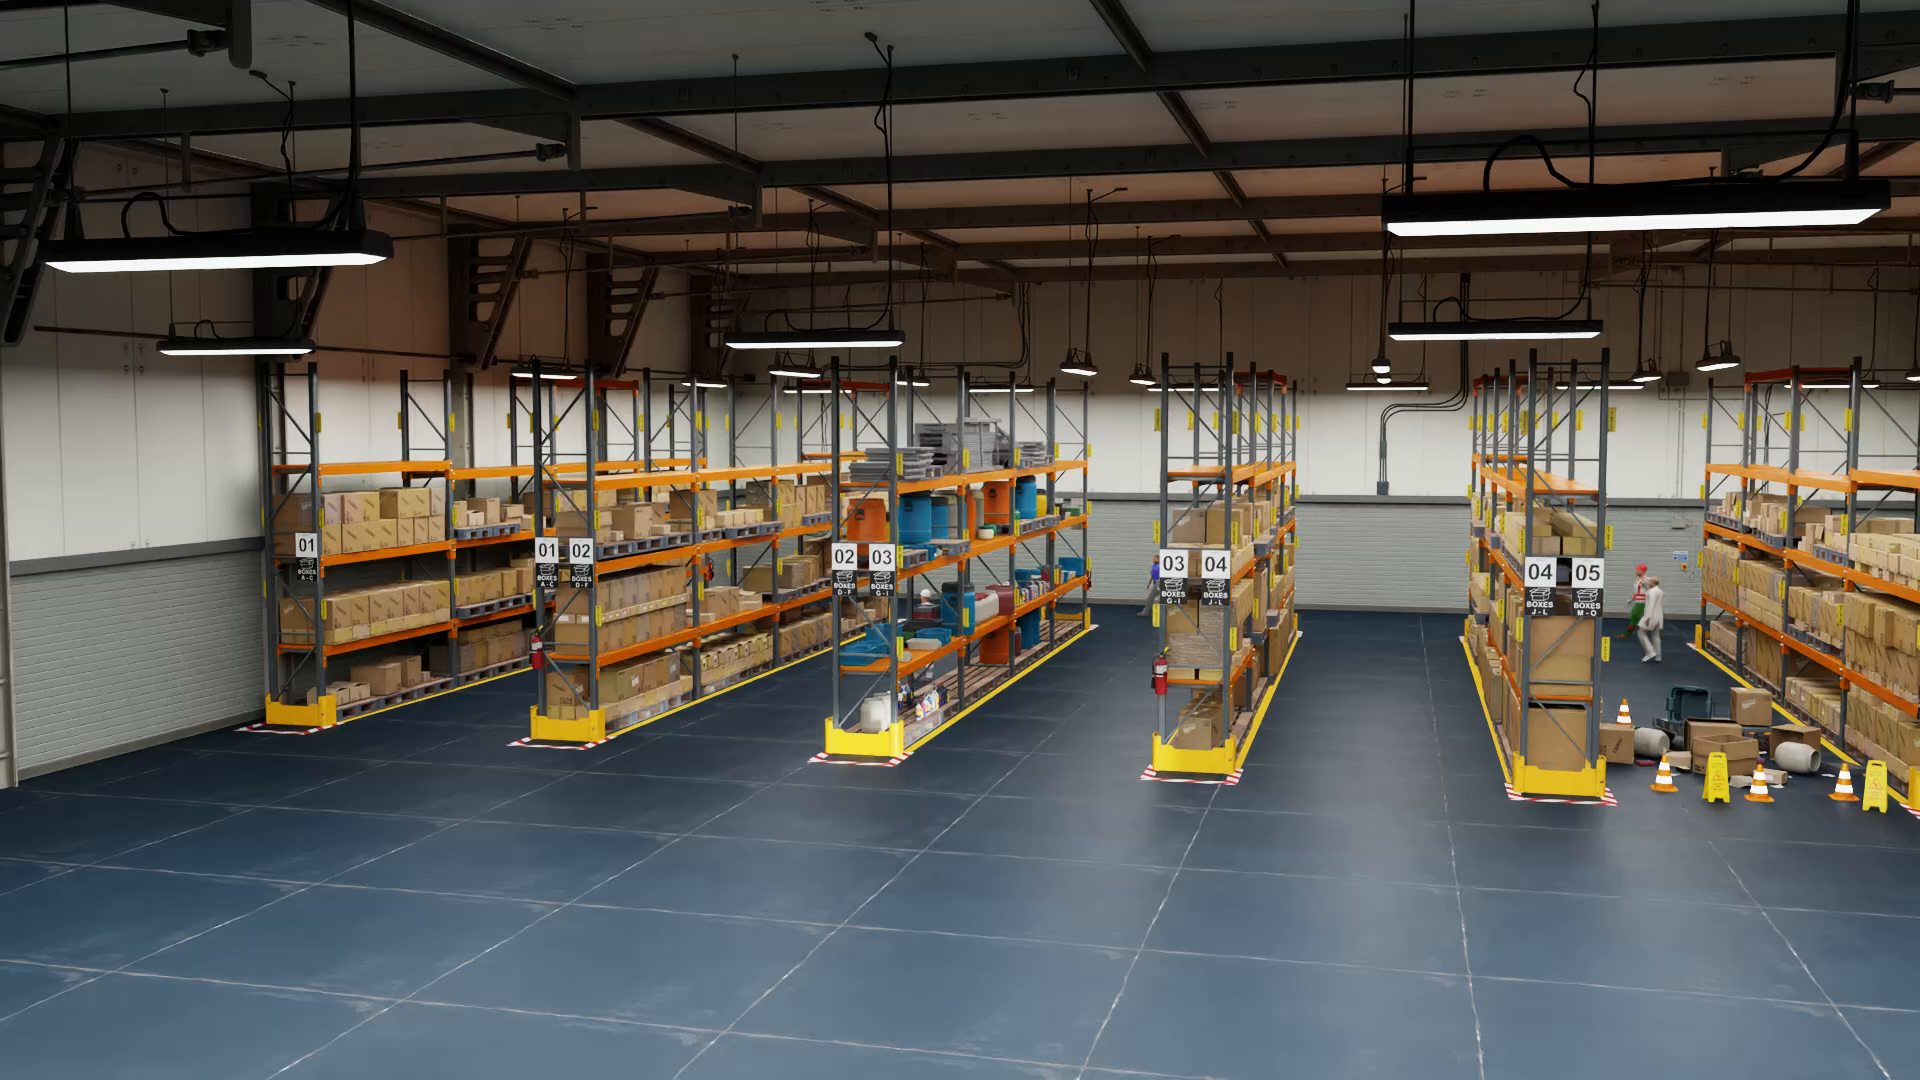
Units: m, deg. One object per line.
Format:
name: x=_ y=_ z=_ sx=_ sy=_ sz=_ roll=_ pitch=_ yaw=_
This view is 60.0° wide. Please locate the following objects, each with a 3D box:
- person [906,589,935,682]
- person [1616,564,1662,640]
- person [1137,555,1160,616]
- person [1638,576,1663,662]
person: x=-0.715 y=1.865 z=32.179 sx=0.597 sy=1.843 sz=0.499 roll=-2 pitch=4 yaw=-21
person: x=15.645 y=1.430 z=38.270 sx=1.014 sy=1.748 sz=0.508 roll=1 pitch=4 yaw=19
person: x=5.076 y=1.165 z=42.978 sx=1.060 sy=1.585 sz=0.422 roll=0 pitch=4 yaw=-1
person: x=14.522 y=1.669 z=34.869 sx=0.618 sy=1.829 sz=0.456 roll=-2 pitch=5 yaw=-31
